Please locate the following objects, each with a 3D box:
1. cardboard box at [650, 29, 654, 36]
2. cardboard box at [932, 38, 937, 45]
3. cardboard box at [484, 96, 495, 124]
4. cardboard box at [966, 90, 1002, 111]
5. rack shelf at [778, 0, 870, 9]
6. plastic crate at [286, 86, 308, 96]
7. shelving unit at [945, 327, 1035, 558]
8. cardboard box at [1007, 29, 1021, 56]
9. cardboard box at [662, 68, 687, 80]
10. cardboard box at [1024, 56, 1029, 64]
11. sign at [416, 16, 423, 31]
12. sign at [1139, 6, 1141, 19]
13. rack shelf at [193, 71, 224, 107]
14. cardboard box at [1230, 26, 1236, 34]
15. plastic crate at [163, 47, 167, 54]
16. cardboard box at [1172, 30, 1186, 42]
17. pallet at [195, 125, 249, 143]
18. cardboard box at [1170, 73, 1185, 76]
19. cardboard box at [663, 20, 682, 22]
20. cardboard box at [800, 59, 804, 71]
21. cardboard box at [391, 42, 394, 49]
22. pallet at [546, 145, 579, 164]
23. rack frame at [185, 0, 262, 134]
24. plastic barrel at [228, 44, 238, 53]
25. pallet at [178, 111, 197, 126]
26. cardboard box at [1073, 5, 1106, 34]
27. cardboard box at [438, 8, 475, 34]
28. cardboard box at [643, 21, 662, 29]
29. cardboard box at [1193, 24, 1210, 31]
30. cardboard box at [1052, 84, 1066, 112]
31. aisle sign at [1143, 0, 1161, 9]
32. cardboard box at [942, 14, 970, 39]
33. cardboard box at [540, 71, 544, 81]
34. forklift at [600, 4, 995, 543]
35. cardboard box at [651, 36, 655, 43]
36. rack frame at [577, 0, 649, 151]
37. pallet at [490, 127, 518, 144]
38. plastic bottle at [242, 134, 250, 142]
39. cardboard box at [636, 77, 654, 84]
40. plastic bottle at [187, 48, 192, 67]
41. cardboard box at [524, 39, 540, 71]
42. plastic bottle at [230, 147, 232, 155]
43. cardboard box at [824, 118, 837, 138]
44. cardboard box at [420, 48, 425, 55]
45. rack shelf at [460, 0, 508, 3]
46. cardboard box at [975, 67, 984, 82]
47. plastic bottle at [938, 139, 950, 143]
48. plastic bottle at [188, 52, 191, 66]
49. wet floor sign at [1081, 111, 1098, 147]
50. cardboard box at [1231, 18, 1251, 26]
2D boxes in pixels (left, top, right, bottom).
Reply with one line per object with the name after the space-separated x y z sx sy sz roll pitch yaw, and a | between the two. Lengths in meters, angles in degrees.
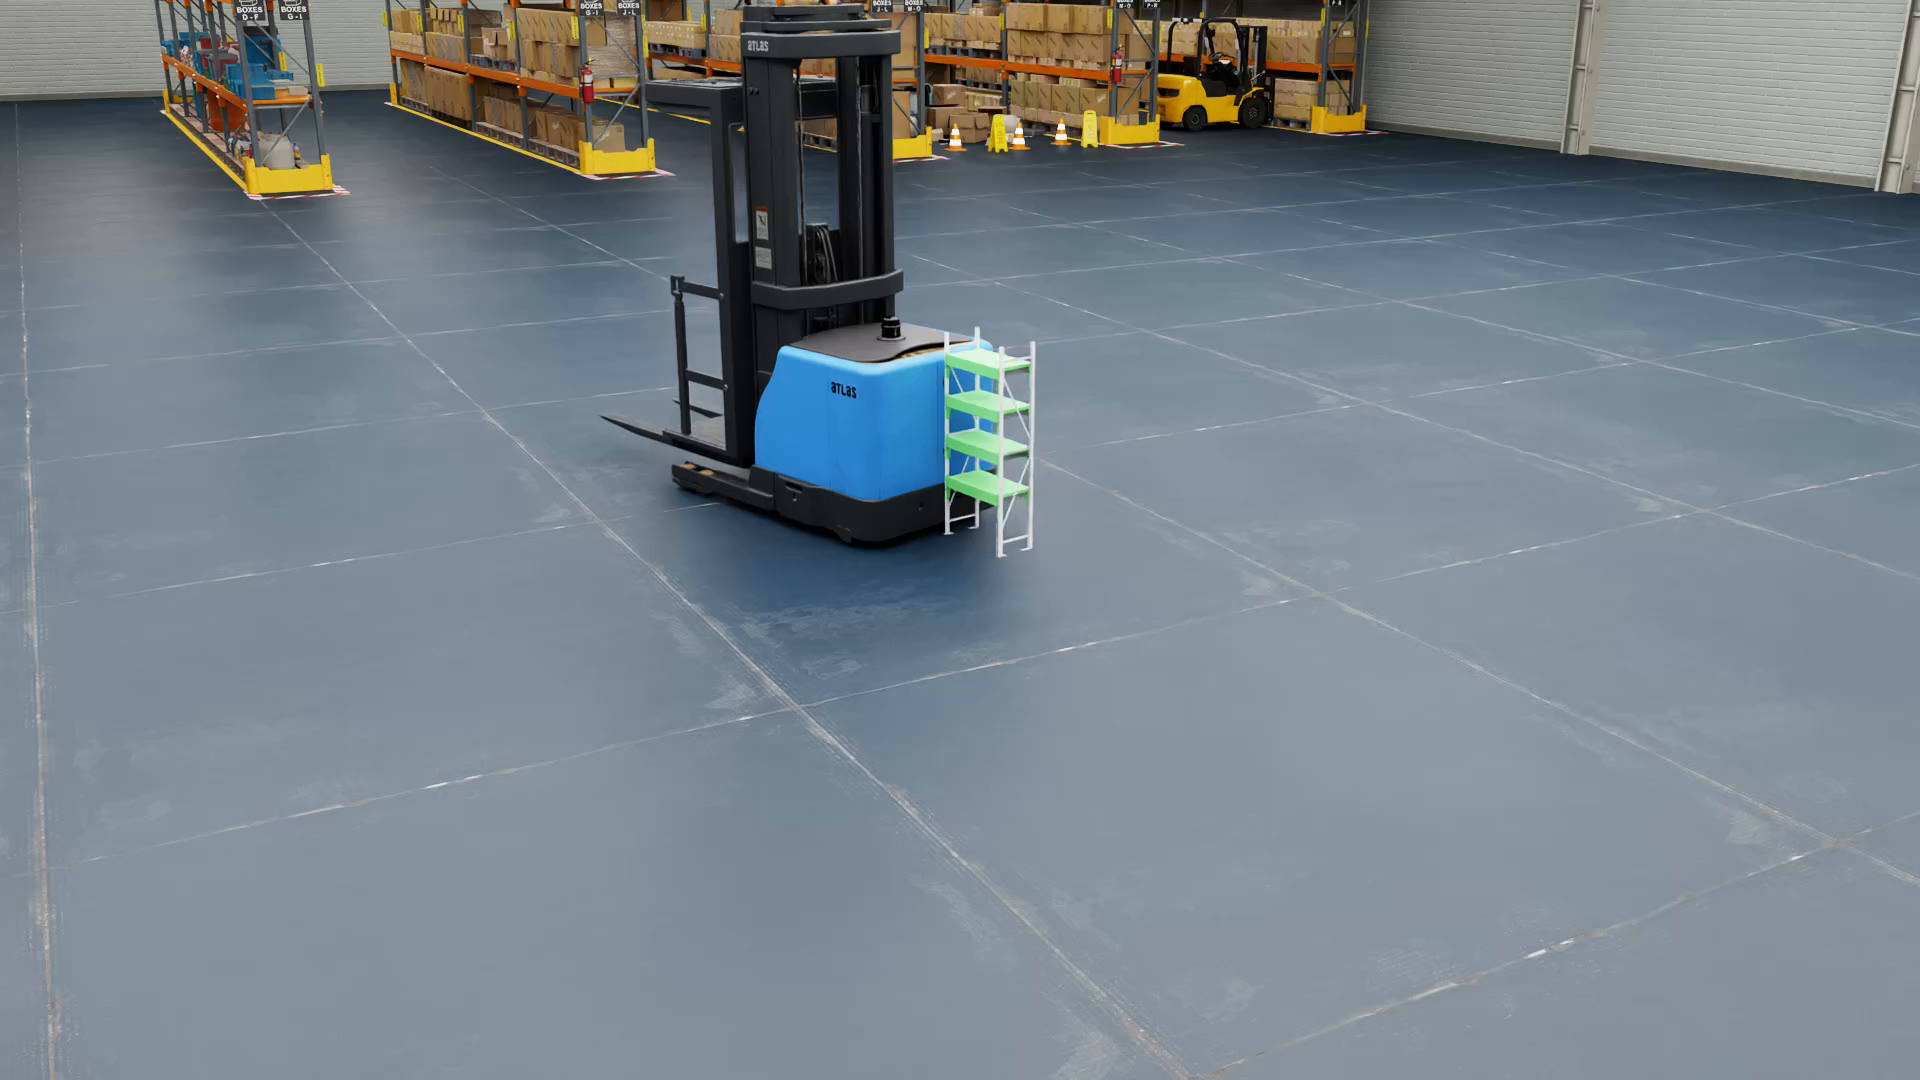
-6.745 -11.427 37.433 0.380 0.149 0.250 -9 21 -25 | cardboard box
-0.383 -10.972 36.571 0.380 0.149 0.250 -12 22 -30 | cardboard box
-8.953 -8.488 32.790 0.700 0.500 0.500 -11 22 -30 | cardboard box
0.405 -9.550 36.093 0.950 0.372 0.625 -9 21 -25 | cardboard box
-2.027 -9.746 29.781 1.077 0.370 4.000 -10 21 -27 | rack shelf
-9.991 -6.770 25.055 0.298 0.136 0.250 -10 21 -27 | plastic crate
0.162 -0.556 9.403 0.258 1.200 0.503 -14 24 -36 | shelving unit
1.295 -10.056 33.567 0.500 0.500 0.500 -10 21 -27 | cardboard box
-6.402 -10.505 37.514 0.500 0.250 0.500 -9 21 -25 | cardboard box
1.518 -9.643 33.364 0.380 0.149 0.250 -10 21 -27 | cardboard box
-11.676 -11.160 35.925 0.100 0.325 0.005 -10 21 -27 | sign
4.286 -12.590 39.745 0.100 0.325 0.005 -10 21 -27 | sign
-12.698 -7.970 29.232 1.077 0.370 4.000 -10 21 -27 | rack shelf
5.943 -10.803 35.191 0.380 0.149 0.250 -9 21 -25 | cardboard box
-17.218 -10.663 36.246 0.250 0.136 0.298 -10 21 -27 | plastic crate
4.990 -11.221 37.016 0.500 0.250 0.500 -11 22 -28 | cardboard box
-14.059 -7.786 31.871 1.003 0.211 1.213 -10 21 -27 | pallet
5.079 -10.256 37.751 0.875 0.625 0.625 -10 22 -27 | cardboard box
-6.789 -11.908 38.933 0.500 0.500 0.500 -10 22 -28 | cardboard box
-2.510 -9.055 31.043 0.875 0.550 0.550 -10 21 -27 | cardboard box
-13.210 -11.676 39.255 0.380 0.149 0.250 -10 21 -26 | cardboard box
-6.456 -6.647 28.570 1.003 0.211 1.213 -10 21 -27 | pallet
-13.648 -8.884 30.779 1.000 3.000 0.127 -10 21 -27 | rack frame
-12.971 -8.675 30.001 0.421 0.512 0.421 0 19 0 | plastic barrel
-15.931 -8.919 35.156 1.003 0.211 1.213 -10 21 -27 | pallet
2.563 -9.809 31.319 0.700 0.500 0.500 -10 21 -26 | cardboard box
-10.562 -10.940 35.046 0.797 0.503 0.637 -10 21 -26 | cardboard box
-6.993 -11.715 37.814 0.380 0.149 0.250 -9 21 -24 | cardboard box
5.341 -11.225 36.417 0.380 0.149 0.250 -9 21 -25 | cardboard box
2.137 -8.628 32.458 0.500 0.500 0.500 -11 22 -28 | cardboard box
3.534 -10.149 30.459 0.394 0.787 0.004 -10 21 -27 | aisle sign
-0.046 -11.108 35.970 0.500 0.500 0.500 -10 21 -26 | cardboard box
-6.937 -7.921 28.373 0.380 0.149 0.250 -10 21 -27 | cardboard box
-1.183 -1.763 10.248 1.130 2.935 3.031 -18 26 -42 | forklift
-6.741 -11.283 37.473 0.380 0.149 0.250 -10 21 -26 | cardboard box
-5.490 -7.355 26.347 1.000 3.000 0.127 -10 21 -27 | rack frame
-8.344 -7.759 31.793 1.003 0.211 1.213 -10 21 -27 | pallet
-11.603 -6.418 27.018 0.144 0.351 0.185 -10 21 -27 | plastic bottle
-7.454 -10.870 39.350 0.380 0.149 0.250 -10 22 -27 | cardboard box
-14.797 -9.291 32.034 0.144 0.351 0.185 -10 21 -27 | plastic bottle
-7.024 -8.403 28.776 0.875 0.500 0.500 -10 21 -27 | cardboard box
-11.886 -6.403 27.205 0.097 0.201 0.097 0 19 0 | plastic bottle
-1.877 -7.725 30.033 0.875 0.875 0.875 -10 22 -28 | cardboard box
-11.621 -10.718 36.477 0.380 0.149 0.250 -10 21 -26 | cardboard box
-10.239 -11.303 34.294 1.077 0.370 4.000 -10 21 -27 | rack shelf
0.742 -12.661 44.912 0.500 0.500 0.500 -10 21 -26 | cardboard box
-0.310 -7.520 31.330 0.283 0.061 0.133 16 25 39 | plastic bottle
-14.758 -9.207 31.894 0.061 0.283 0.133 -10 21 -27 | plastic bottle
2.380 -7.556 30.541 0.267 0.644 0.232 -3 19 -8 | wet floor sign
5.953 -10.942 35.140 0.380 0.149 0.250 -9 21 -25 | cardboard box
